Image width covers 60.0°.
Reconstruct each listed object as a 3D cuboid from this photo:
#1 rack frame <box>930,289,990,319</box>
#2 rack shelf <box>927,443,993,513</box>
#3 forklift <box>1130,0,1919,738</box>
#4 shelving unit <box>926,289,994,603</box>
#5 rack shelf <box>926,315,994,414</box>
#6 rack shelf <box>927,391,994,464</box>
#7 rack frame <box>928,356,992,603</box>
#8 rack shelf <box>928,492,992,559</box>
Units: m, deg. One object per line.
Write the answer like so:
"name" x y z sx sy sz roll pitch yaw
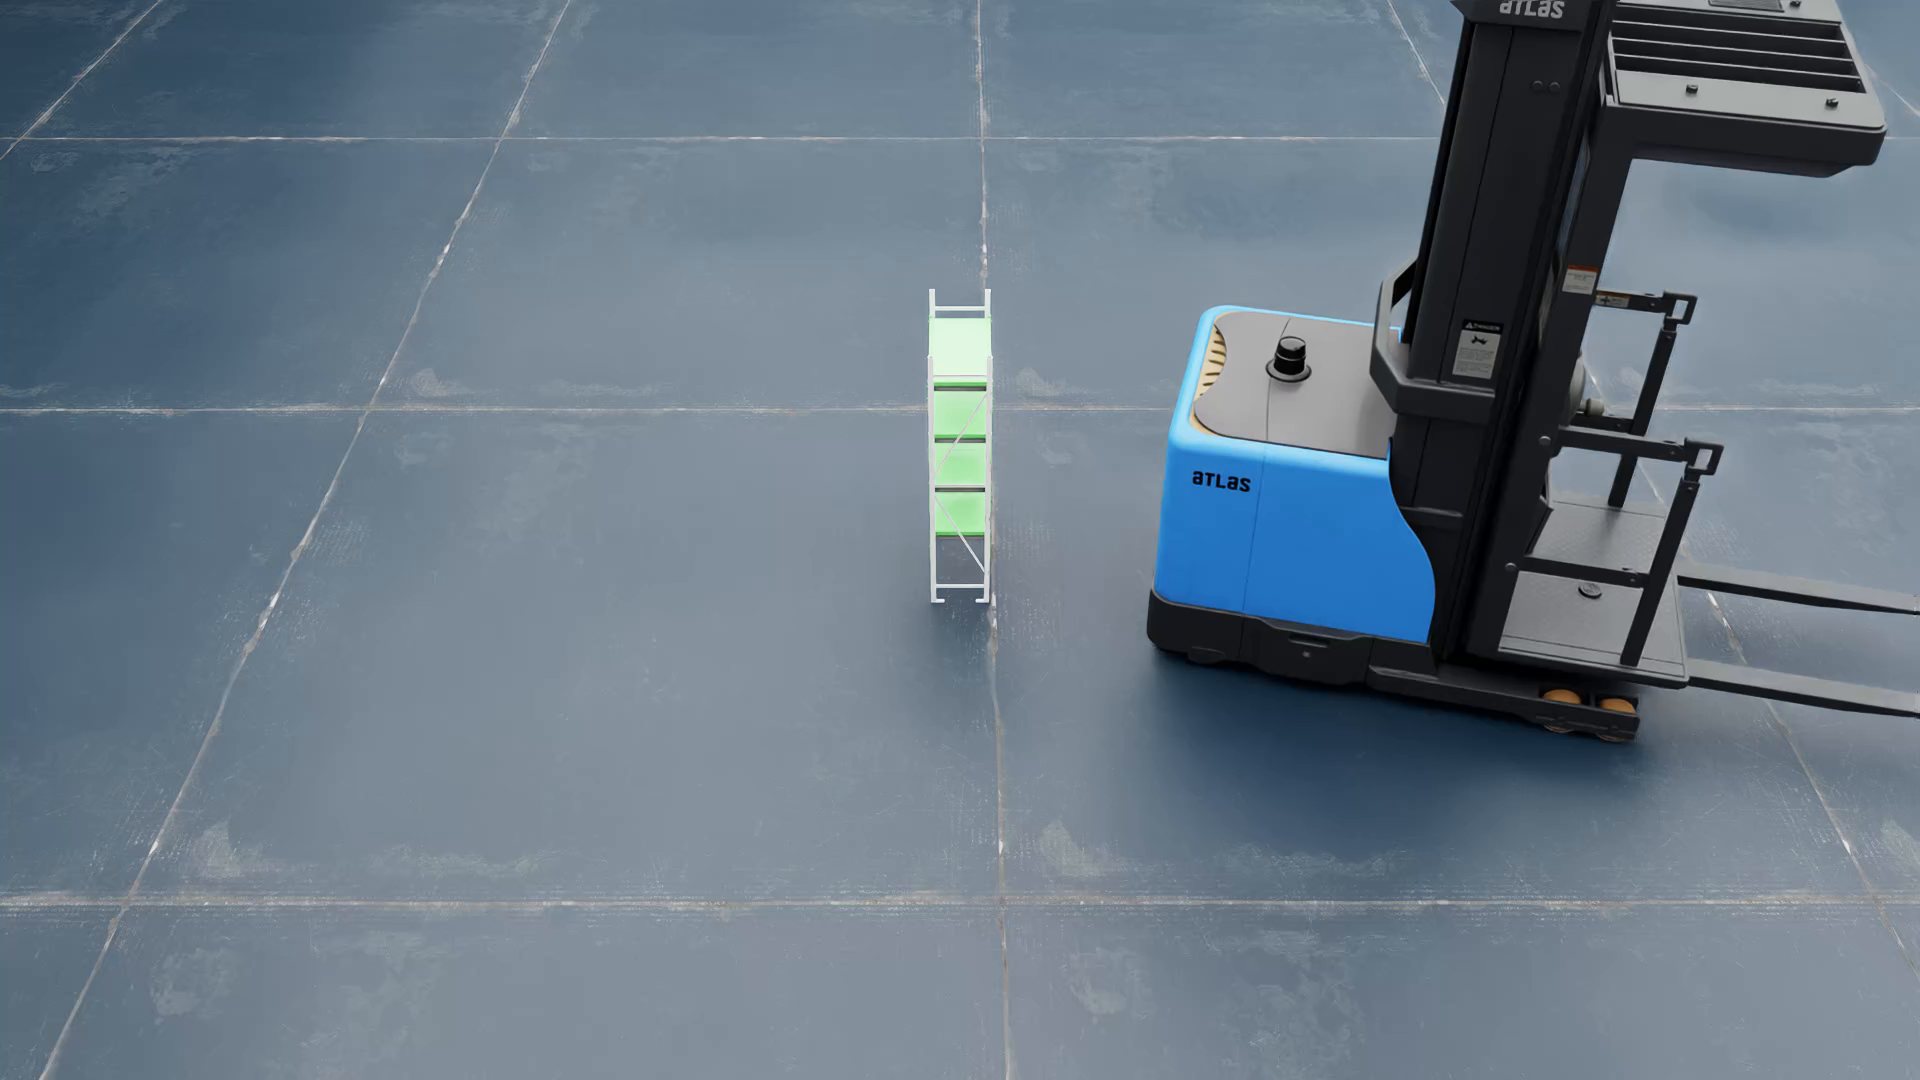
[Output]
"rack frame" 0.000 -0.517 6.936 0.240 1.200 0.015 0 39 0
"rack shelf" 0.000 -0.315 6.786 0.258 0.148 0.480 0 39 0
"forklift" 2.257 -0.761 5.856 3.031 2.935 1.130 9 40 11
"shelving unit" 0.000 -0.365 6.746 0.258 1.200 0.503 0 39 0
"rack shelf" 0.000 -0.689 6.485 0.258 0.148 0.480 0 39 0
"rack shelf" 0.000 -0.502 6.635 0.258 0.148 0.480 0 39 0
"rack frame" 0.000 -0.212 6.555 0.240 1.200 0.015 0 39 0
"rack shelf" 0.000 -0.128 6.936 0.258 0.148 0.480 0 39 0
